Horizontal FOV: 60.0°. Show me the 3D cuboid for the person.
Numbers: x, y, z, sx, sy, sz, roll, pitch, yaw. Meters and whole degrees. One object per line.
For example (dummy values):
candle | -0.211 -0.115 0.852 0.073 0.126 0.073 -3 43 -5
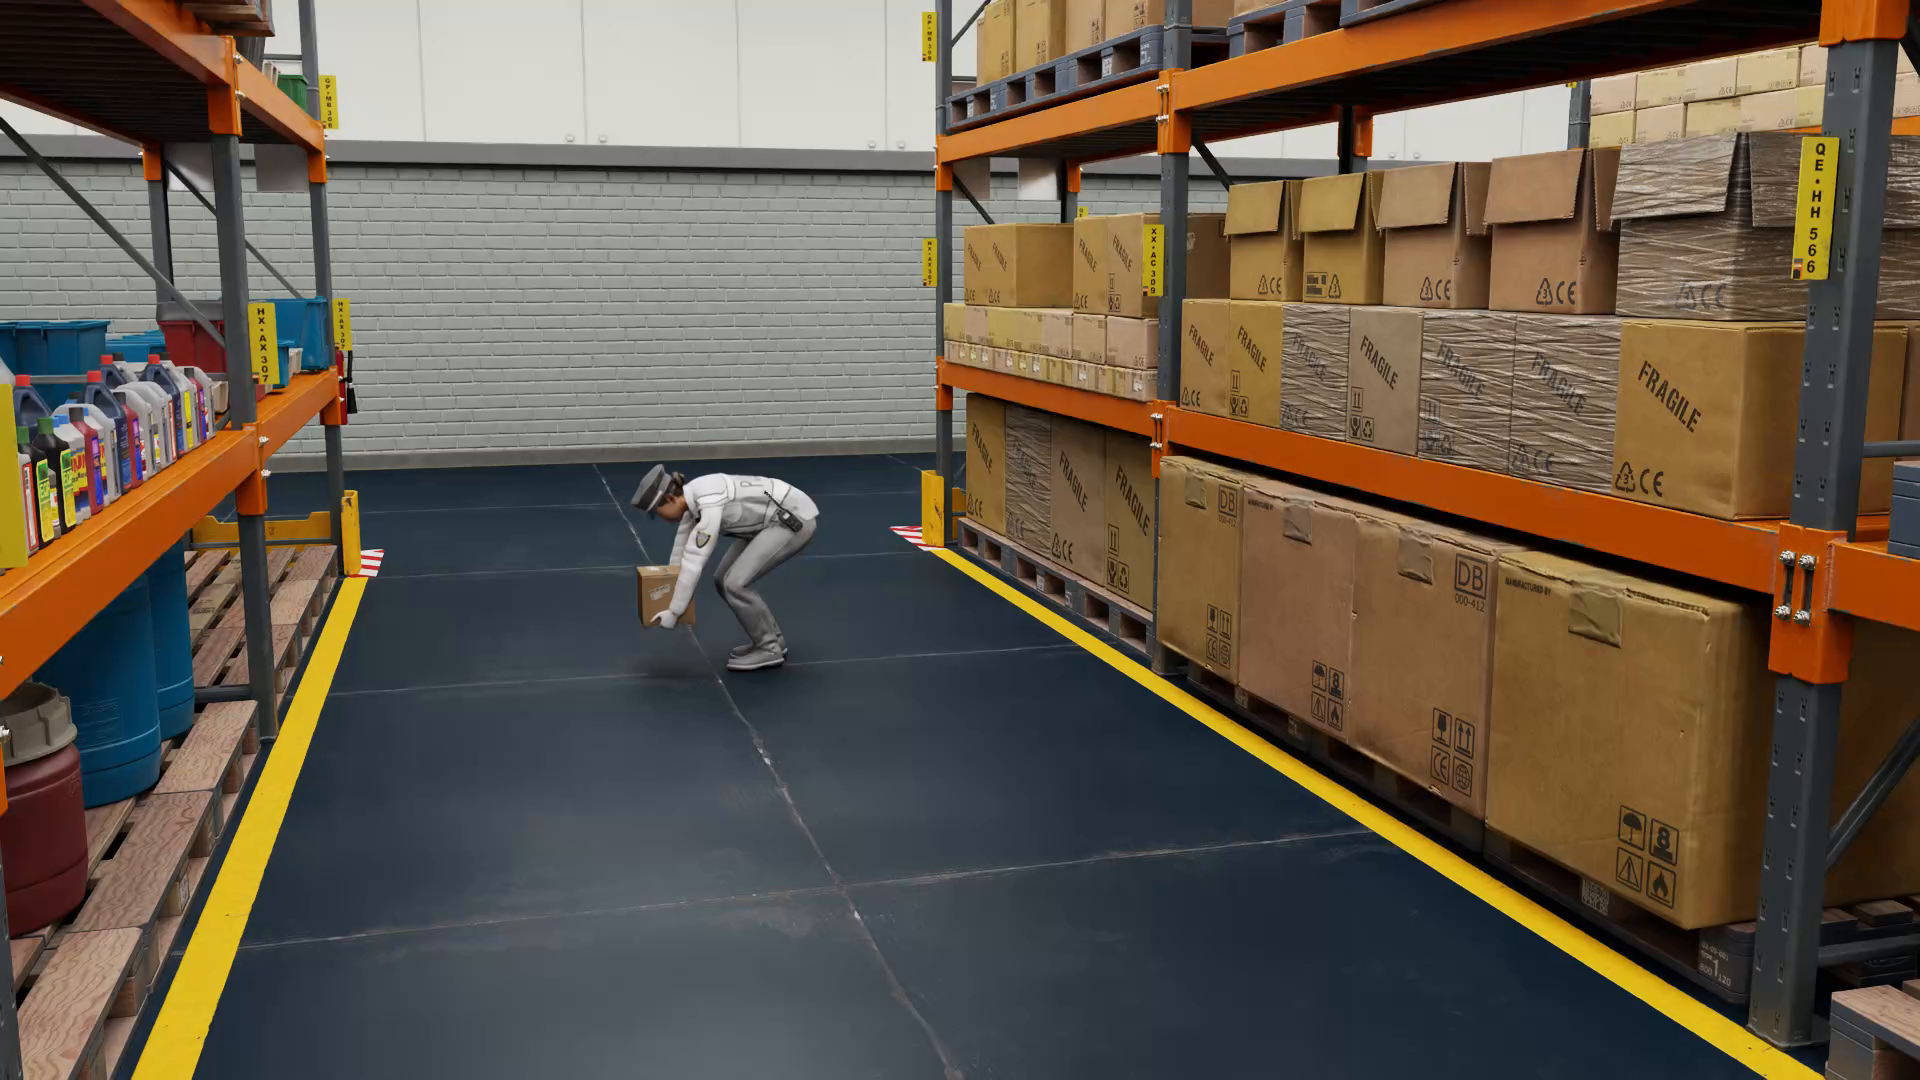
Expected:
person | -1.149 0.120 8.147 0.920 1.018 0.447 -3 10 -19
